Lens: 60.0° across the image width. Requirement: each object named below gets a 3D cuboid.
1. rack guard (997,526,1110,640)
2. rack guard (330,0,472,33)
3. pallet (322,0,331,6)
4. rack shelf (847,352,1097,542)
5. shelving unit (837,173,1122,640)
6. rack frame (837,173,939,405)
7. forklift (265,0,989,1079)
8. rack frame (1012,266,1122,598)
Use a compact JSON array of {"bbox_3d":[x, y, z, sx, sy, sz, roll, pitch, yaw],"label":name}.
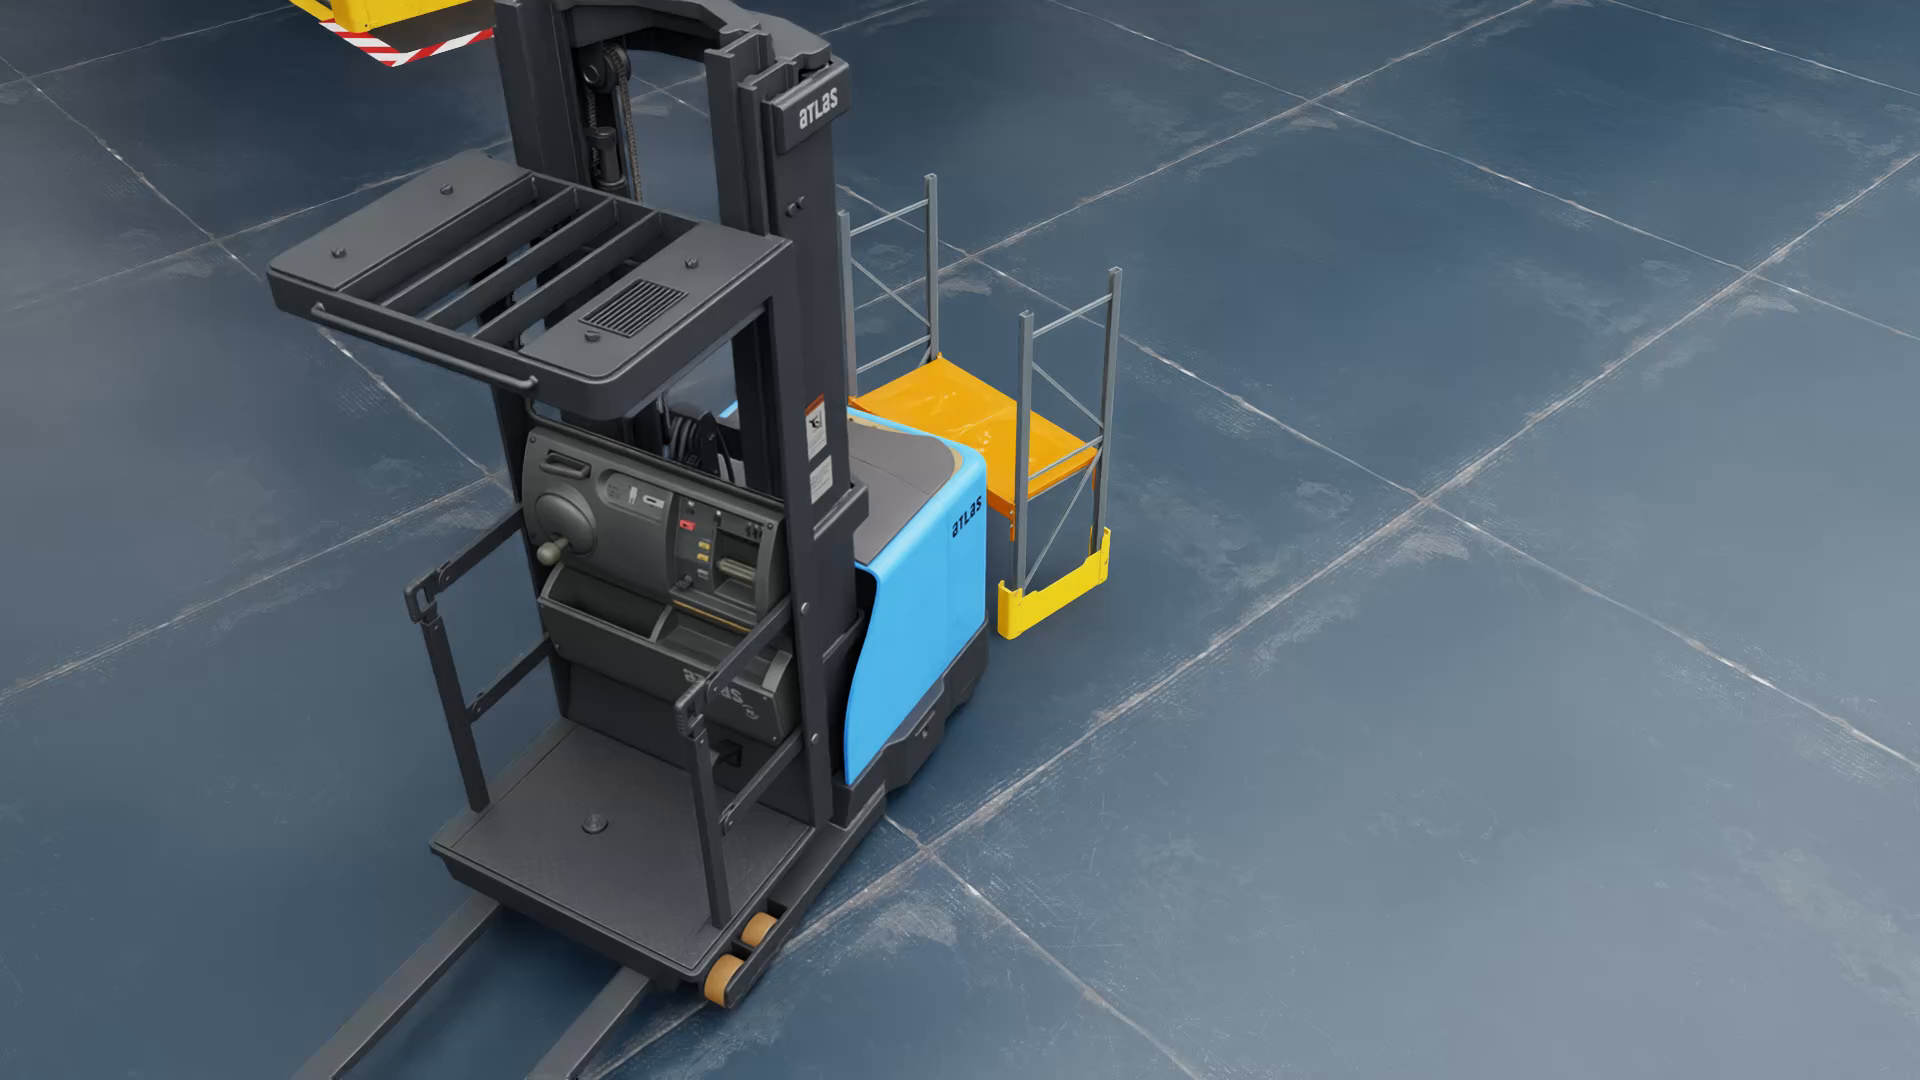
[{"bbox_3d":[0.388,0.169,6.842,0.587,0.250,0.087,-30,48,-32],"label":"rack guard"},{"bbox_3d":[-3.918,-4.054,11.872,1.175,0.500,0.348,-30,48,-32],"label":"rack guard"},{"bbox_3d":[-4.441,-4.333,12.447,1.003,0.211,1.213,-30,48,-32],"label":"pallet"},{"bbox_3d":[0.058,-0.404,6.843,0.538,0.185,1.000,-30,48,-32],"label":"rack shelf"},{"bbox_3d":[0.052,-0.548,6.735,0.587,1.500,1.083,-30,48,-32],"label":"shelving unit"},{"bbox_3d":[-0.286,-0.779,7.021,0.500,1.500,0.032,-30,48,-32],"label":"rack frame"},{"bbox_3d":[-1.046,0.038,4.870,1.130,2.935,3.031,19,43,22],"label":"forklift"},{"bbox_3d":[0.402,-0.309,6.439,0.500,1.500,0.032,-30,48,-32],"label":"rack frame"}]
